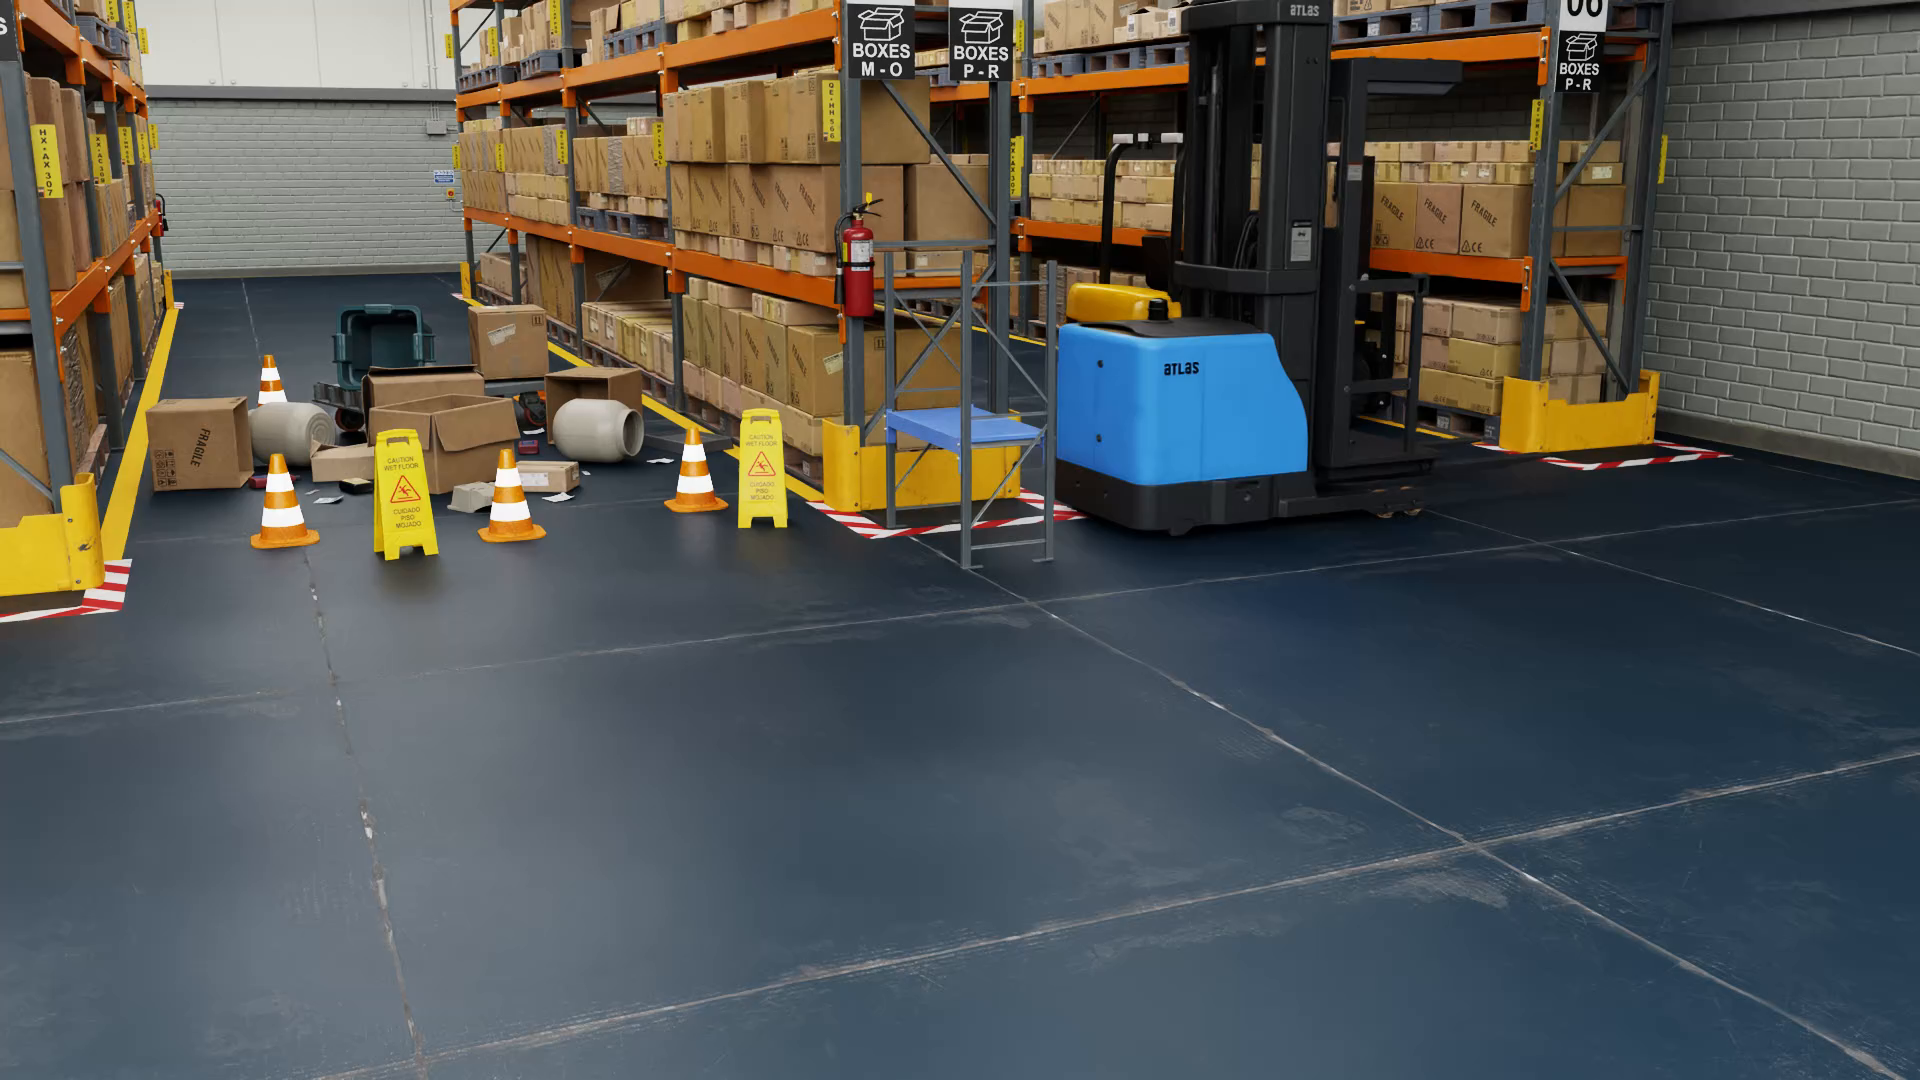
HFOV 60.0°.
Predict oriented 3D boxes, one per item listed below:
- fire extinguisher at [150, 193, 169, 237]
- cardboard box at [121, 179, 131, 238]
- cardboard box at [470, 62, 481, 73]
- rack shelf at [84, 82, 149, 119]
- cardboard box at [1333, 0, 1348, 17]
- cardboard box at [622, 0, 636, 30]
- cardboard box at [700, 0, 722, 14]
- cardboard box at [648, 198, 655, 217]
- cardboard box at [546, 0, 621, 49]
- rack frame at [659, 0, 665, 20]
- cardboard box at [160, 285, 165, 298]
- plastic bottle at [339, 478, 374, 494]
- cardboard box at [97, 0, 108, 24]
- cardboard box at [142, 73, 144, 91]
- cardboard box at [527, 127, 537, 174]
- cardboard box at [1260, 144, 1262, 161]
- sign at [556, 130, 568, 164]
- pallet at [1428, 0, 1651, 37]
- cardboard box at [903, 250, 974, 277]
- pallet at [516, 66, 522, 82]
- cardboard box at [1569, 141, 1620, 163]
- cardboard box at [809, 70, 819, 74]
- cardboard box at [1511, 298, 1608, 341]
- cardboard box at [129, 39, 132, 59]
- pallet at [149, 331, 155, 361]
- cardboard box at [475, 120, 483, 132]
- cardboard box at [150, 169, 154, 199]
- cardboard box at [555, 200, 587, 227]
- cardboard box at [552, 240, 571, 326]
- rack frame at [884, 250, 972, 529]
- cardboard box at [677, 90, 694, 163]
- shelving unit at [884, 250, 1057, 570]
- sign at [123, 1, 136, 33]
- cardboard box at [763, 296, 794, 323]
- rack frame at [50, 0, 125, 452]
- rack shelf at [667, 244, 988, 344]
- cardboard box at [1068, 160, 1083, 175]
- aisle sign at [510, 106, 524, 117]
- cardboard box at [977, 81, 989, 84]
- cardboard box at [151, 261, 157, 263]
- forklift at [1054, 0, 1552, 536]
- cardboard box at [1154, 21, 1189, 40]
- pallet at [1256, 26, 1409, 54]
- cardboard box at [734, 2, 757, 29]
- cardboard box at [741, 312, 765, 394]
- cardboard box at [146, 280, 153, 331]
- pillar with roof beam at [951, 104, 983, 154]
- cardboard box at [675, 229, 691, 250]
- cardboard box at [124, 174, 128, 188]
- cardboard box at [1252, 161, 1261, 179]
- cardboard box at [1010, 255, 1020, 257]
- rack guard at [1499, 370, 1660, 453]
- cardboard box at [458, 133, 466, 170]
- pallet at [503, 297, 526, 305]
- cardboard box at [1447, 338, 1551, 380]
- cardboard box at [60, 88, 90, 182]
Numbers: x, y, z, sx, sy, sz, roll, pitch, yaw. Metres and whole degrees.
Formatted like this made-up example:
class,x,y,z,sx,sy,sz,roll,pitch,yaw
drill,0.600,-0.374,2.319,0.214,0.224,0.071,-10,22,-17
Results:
class,x,y,z,sx,sy,sz,roll,pitch,yaw
fire extinguisher,-10.772,-4.402,22.234,0.296,0.674,0.183,-6,14,-23
cardboard box,-7.463,-2.854,14.329,0.500,0.500,0.500,-6,14,-23
cardboard box,-6.374,-6.342,22.371,0.380,0.149,0.250,-5,14,-21
rack shelf,-10.293,-5.225,19.736,1.077,0.370,4.000,-6,14,-23
cardboard box,3.071,-4.280,13.204,0.396,0.266,0.258,-6,14,-24
cardboard box,-2.560,-4.427,14.094,0.500,0.250,0.500,-5,14,-22
cardboard box,-1.463,-3.723,11.325,0.500,0.250,0.500,-5,14,-22
cardboard box,-2.340,-2.736,13.663,0.380,0.149,0.250,-6,14,-25
cardboard box,-3.683,-5.123,16.540,0.797,0.503,0.637,-7,15,-26
rack frame,-1.792,-5.439,12.412,1.000,3.000,0.127,-6,14,-23
cardboard box,-10.496,-3.209,21.474,0.380,0.149,0.250,-5,14,-21
plastic bottle,-3.714,-0.337,10.191,0.133,0.061,0.283,-12,18,-42
cardboard box,-7.196,-4.357,13.434,0.500,0.311,0.500,-6,14,-23
cardboard box,-10.669,-5.845,21.154,0.500,0.250,0.500,-6,14,-24
cardboard box,-4.443,-4.275,18.250,0.500,0.500,0.500,-6,14,-24
cardboard box,2.814,-3.338,14.319,0.380,0.149,0.250,-5,14,-22
sign,-3.901,-3.856,16.309,0.100,0.325,0.005,-6,14,-23
pallet,4.097,-3.705,11.771,1.003,0.211,1.213,-6,14,-23
cardboard box,-0.136,-1.656,9.930,0.380,0.149,0.250,-6,14,-23
pallet,-4.584,-5.352,19.114,0.805,0.209,1.217,-6,14,-25
cardboard box,4.418,-2.737,11.723,0.380,0.149,0.250,-6,14,-24
cardboard box,-1.902,-6.758,24.438,0.500,0.250,0.500,-5,14,-22
cardboard box,4.338,-1.607,12.111,0.500,0.250,0.500,-6,14,-24
cardboard box,-9.660,-5.557,18.800,0.500,0.250,0.500,-6,14,-23
pallet,-8.686,-1.929,16.737,1.003,0.211,1.213,-6,14,-23
cardboard box,-6.128,-5.425,21.777,0.380,0.149,0.250,-6,14,-24
cardboard box,-10.476,-4.544,20.971,0.500,0.500,0.500,-6,14,-24
cardboard box,-3.835,-3.350,17.026,0.500,0.250,0.500,-6,14,-25
cardboard box,-3.948,-2.847,18.298,0.875,0.875,0.875,-5,14,-22
rack frame,-0.169,-0.818,9.078,0.500,1.500,0.032,-6,14,-23
cardboard box,-1.630,-2.979,11.989,0.700,0.500,0.500,-6,14,-23
shelving unit,0.034,-0.713,8.625,0.538,1.500,1.048,-6,14,-23
sign,-8.984,-5.657,17.987,0.100,0.325,0.005,-6,14,-23
cardboard box,-1.056,-1.500,10.763,0.380,0.149,0.250,-5,14,-22
rack frame,-6.287,-2.048,11.066,1.000,3.000,0.127,-6,14,-23
rack shelf,-0.991,-1.752,11.384,1.077,0.370,4.000,-6,14,-23
cardboard box,1.361,-3.905,17.430,0.380,0.149,0.250,-5,14,-22
aisle sign,-6.344,-6.305,23.692,0.394,0.787,0.004,-6,14,-23
cardboard box,0.522,-5.368,19.090,0.500,0.250,0.500,-6,14,-23
cardboard box,-10.650,-3.546,21.612,0.380,0.149,0.250,-5,14,-22
forklift,2.095,-1.651,9.501,3.031,2.935,1.130,-6,14,-25
cardboard box,2.036,-4.757,15.523,0.380,0.149,0.250,-6,14,-23
pallet,3.120,-4.209,13.949,1.003,0.211,1.213,-6,14,-23
cardboard box,-1.245,-3.390,10.771,0.380,0.149,0.250,-6,14,-24
cardboard box,-1.157,-1.274,11.227,0.500,0.500,0.500,-6,14,-24
cardboard box,-8.759,-2.451,17.422,0.500,0.500,0.500,-6,14,-24
pillar with roof beam,-3.848,-7.377,20.787,9.100,9.000,0.400,-6,14,-23
cardboard box,-1.960,-2.300,12.710,0.380,0.149,0.250,-6,14,-23
cardboard box,-8.948,-3.758,17.420,0.380,0.149,0.250,-5,14,-21
cardboard box,2.746,-3.187,14.327,0.380,0.149,0.250,-5,14,-22
cardboard box,0.585,-3.227,19.334,0.380,0.149,0.250,-6,15,-26
rack guard,4.367,-0.916,11.719,1.175,0.500,0.348,-6,14,-23
cardboard box,-6.668,-5.406,23.137,0.500,0.500,0.500,-6,14,-24
pallet,-5.229,-2.974,21.253,1.003,0.211,1.213,-6,14,-23
cardboard box,3.876,-1.320,11.977,0.500,0.250,0.500,-6,14,-24
cardboard box,-5.844,-2.465,10.139,0.875,0.550,0.550,-6,14,-23
